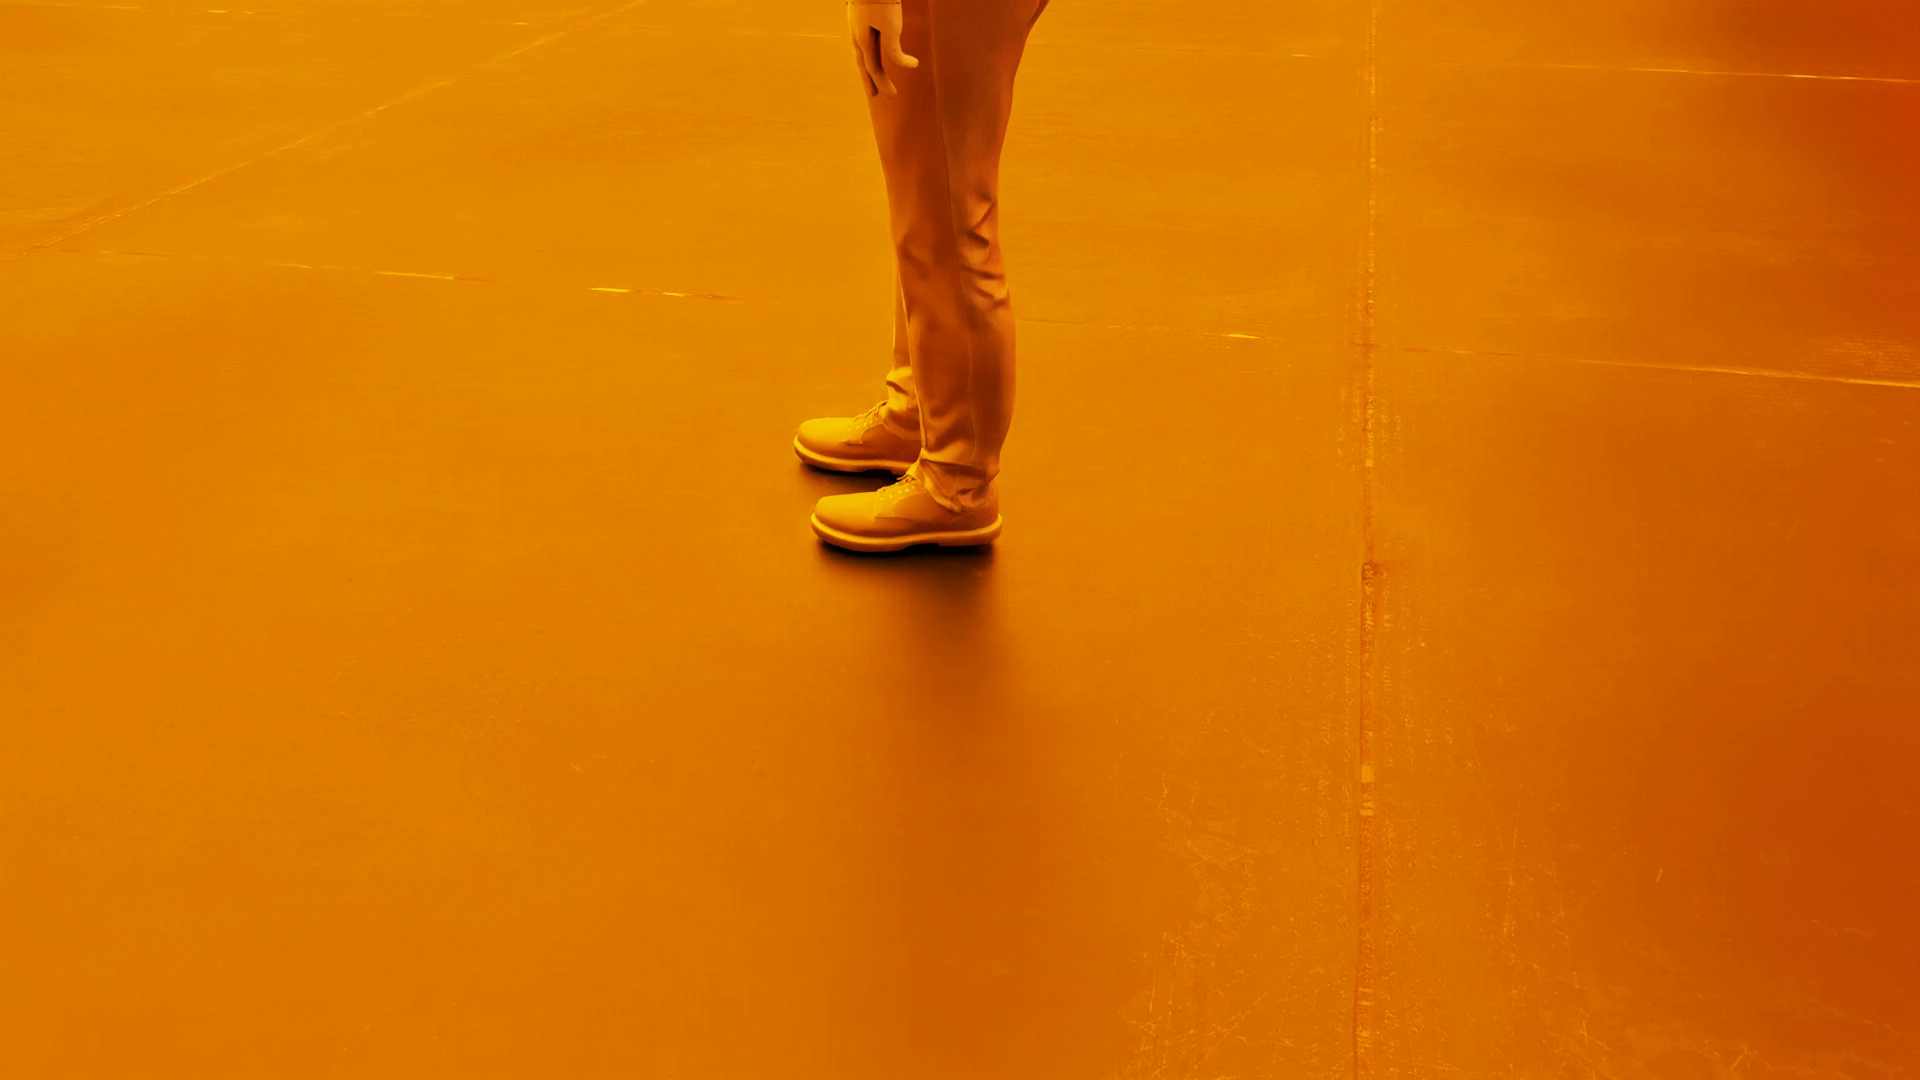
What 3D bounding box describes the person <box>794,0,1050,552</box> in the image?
[{"bbox_3d":[-0.064,-0.773,2.134,0.534,1.696,0.587,6,27,11],"label":"person"}]
